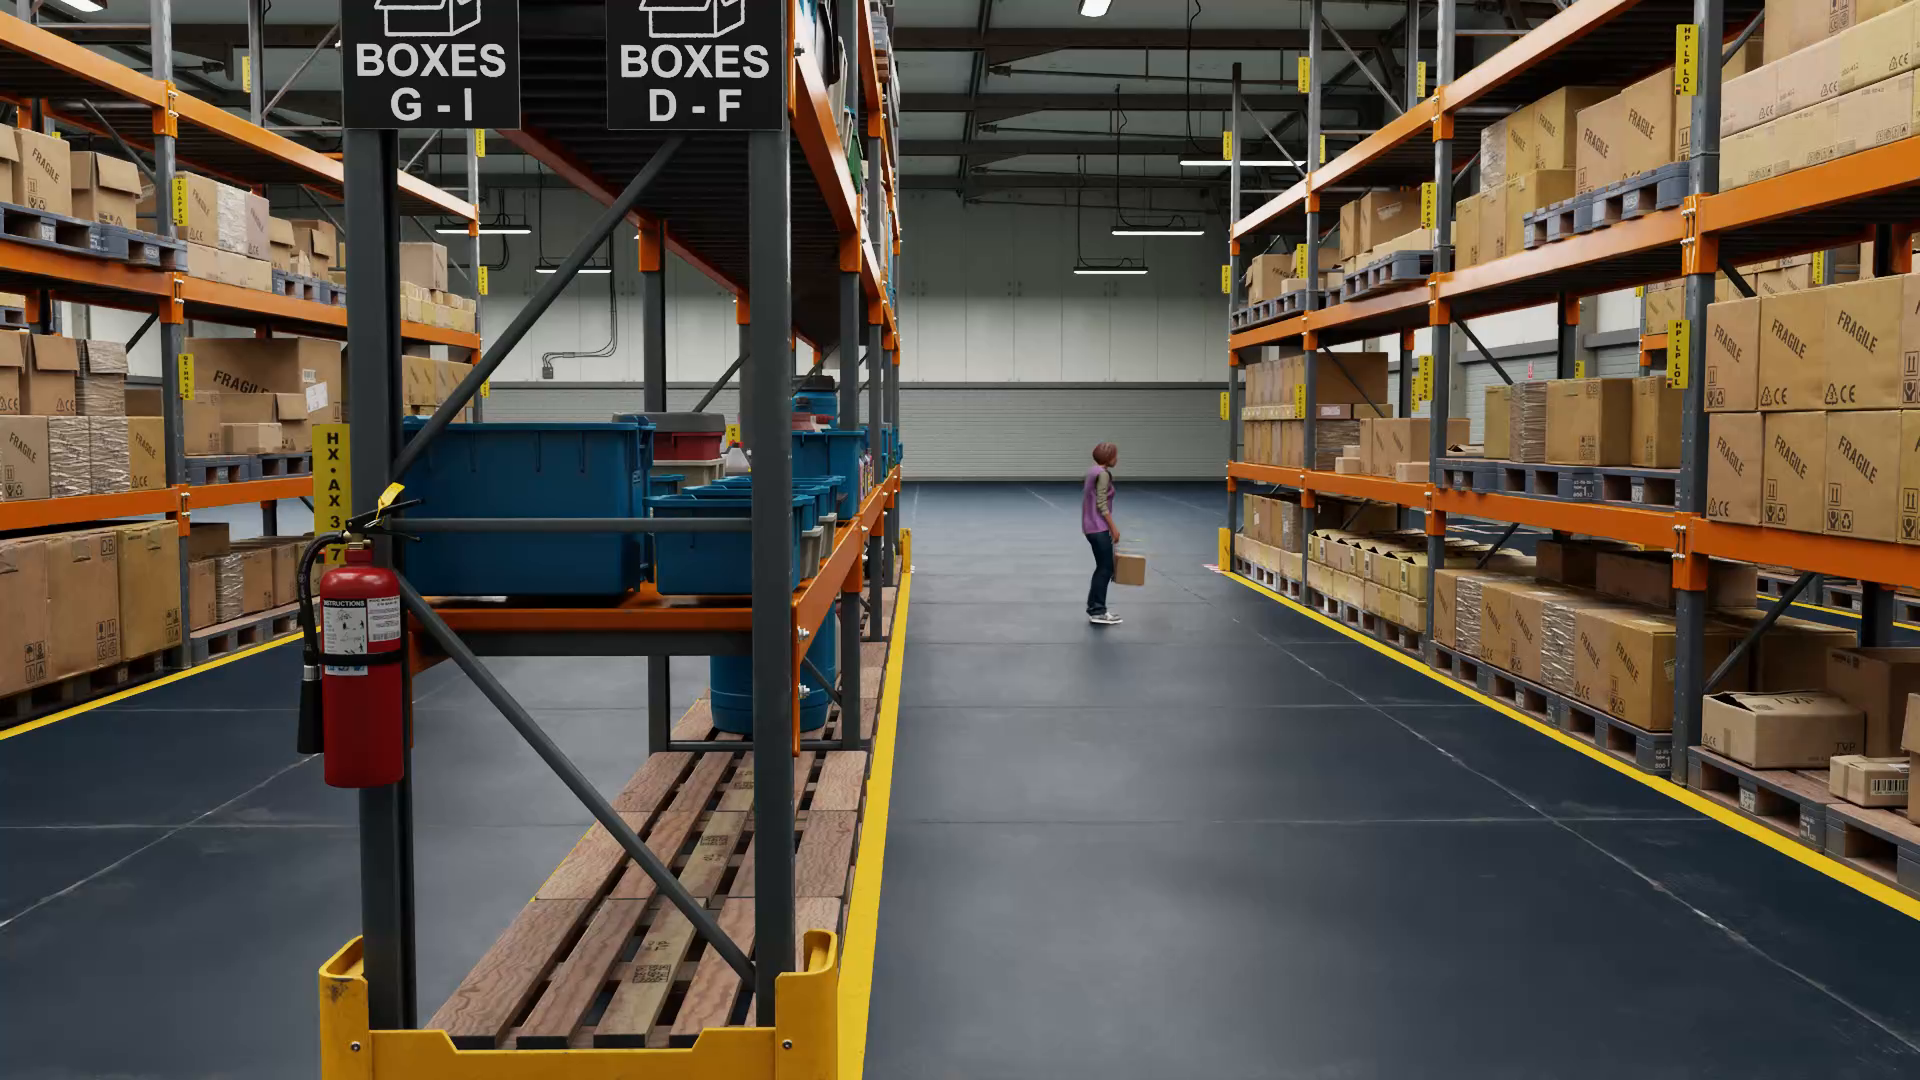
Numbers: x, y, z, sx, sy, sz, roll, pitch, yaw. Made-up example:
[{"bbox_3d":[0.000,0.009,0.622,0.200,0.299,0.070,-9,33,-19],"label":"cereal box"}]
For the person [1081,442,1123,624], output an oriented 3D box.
[{"bbox_3d":[1.251,-0.049,14.716,0.338,1.556,0.452,0,4,-3],"label":"person"}]
